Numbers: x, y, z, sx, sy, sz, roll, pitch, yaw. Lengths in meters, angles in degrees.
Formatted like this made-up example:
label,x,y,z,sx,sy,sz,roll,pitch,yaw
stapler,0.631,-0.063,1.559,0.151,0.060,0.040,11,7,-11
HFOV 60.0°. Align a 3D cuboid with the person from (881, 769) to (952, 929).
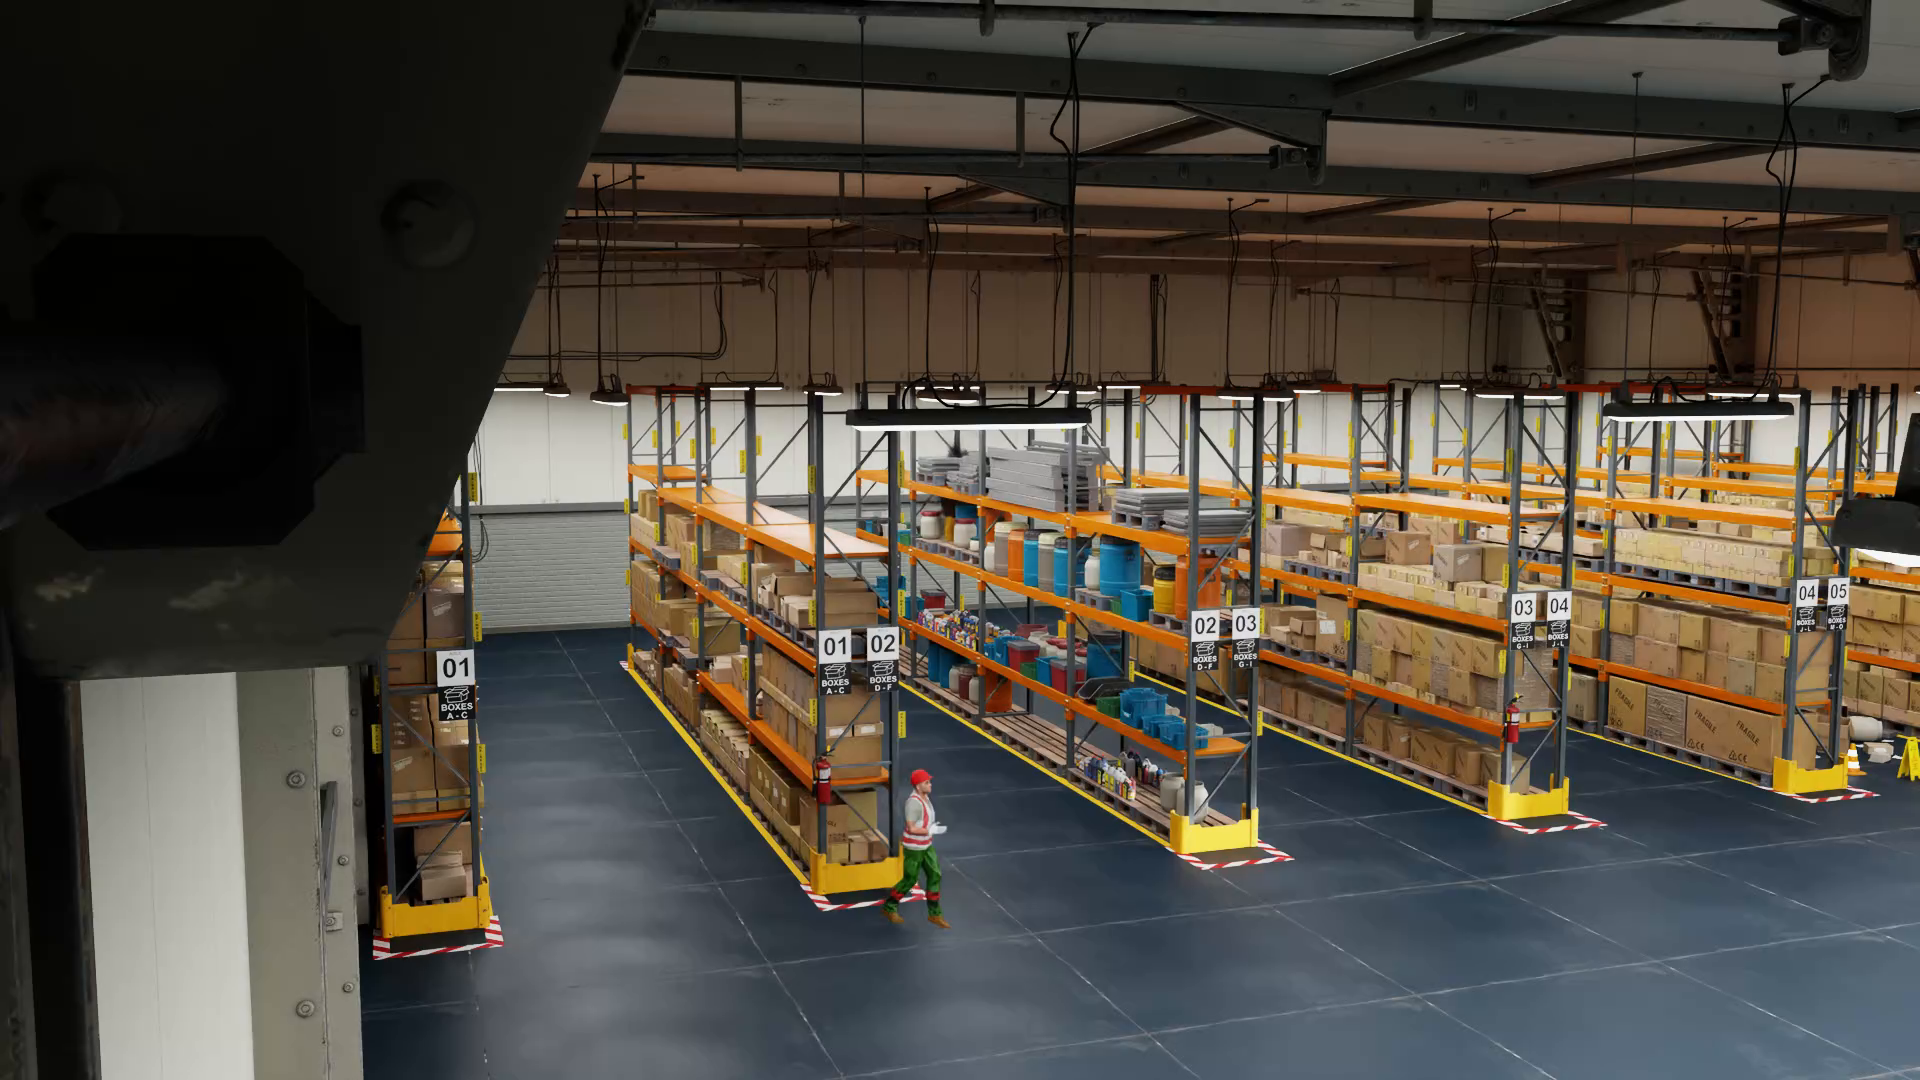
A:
label,x,y,z,sx,sy,sz,roll,pitch,yaw
person,-0.494,3.501,18.833,0.803,1.847,0.681,2,6,18
